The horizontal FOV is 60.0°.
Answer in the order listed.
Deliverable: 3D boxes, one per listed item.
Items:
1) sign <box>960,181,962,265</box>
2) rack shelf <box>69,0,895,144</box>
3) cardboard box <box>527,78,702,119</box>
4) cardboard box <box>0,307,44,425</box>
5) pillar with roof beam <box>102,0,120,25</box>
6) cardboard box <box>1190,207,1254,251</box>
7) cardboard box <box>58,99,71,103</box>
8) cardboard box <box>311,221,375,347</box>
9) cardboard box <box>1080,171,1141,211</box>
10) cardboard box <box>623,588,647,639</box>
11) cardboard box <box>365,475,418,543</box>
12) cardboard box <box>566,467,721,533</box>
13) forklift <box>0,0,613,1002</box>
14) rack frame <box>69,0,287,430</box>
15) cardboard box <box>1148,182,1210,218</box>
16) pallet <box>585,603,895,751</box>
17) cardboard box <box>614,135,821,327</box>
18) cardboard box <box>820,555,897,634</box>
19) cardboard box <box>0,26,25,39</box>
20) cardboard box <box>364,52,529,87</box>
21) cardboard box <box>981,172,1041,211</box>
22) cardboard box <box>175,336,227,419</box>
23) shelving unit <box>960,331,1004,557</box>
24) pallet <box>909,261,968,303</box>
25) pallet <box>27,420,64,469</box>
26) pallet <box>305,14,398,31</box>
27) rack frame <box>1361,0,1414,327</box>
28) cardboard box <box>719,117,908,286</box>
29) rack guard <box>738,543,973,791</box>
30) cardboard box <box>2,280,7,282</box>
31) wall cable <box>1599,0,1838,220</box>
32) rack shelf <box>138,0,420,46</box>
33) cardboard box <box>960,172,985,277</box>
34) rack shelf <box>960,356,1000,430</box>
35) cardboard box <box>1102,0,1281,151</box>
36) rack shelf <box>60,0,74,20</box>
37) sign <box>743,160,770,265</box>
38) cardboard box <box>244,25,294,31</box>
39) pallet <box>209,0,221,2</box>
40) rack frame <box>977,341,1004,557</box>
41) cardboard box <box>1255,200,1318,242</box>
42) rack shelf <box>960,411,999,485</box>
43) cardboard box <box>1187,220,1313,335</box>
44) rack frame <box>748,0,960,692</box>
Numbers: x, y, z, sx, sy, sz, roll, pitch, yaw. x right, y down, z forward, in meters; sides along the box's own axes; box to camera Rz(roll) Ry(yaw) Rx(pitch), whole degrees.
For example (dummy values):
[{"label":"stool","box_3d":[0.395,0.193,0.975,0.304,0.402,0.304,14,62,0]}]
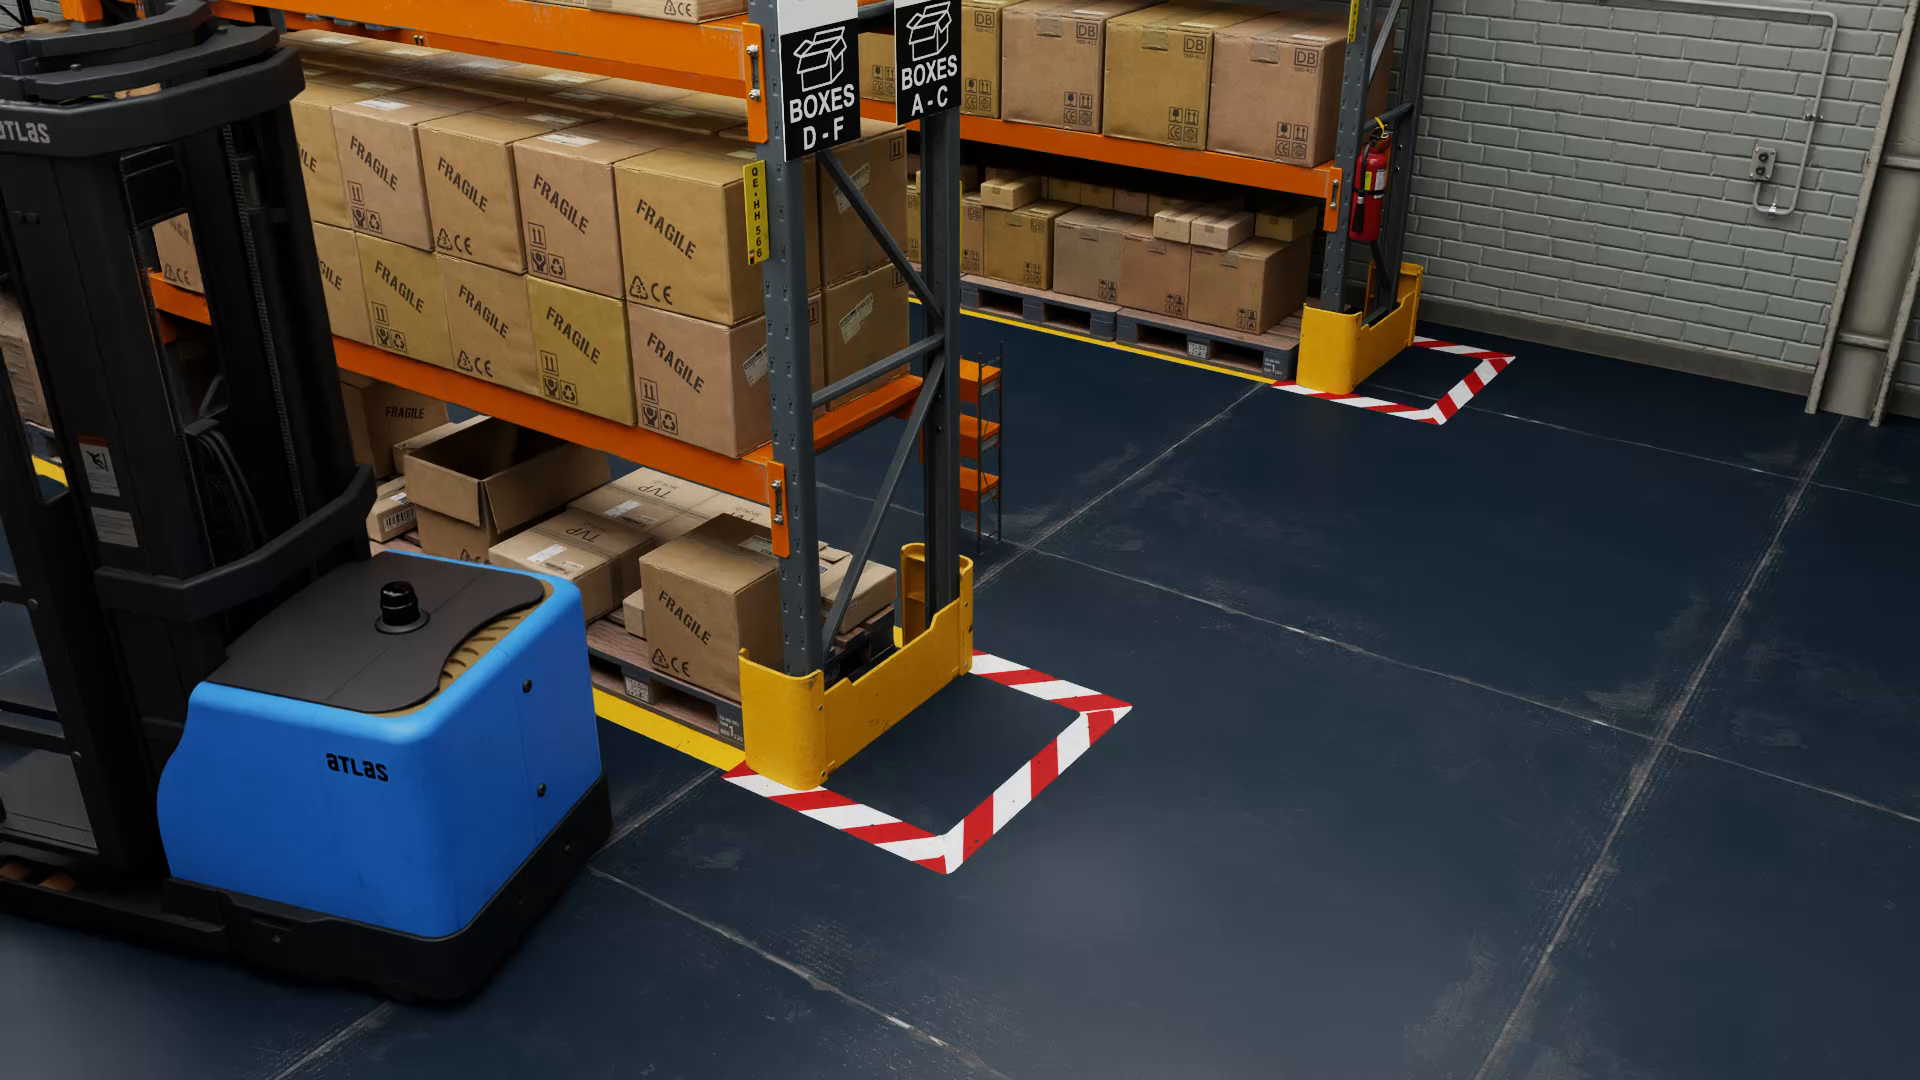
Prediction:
[{"label":"sign","box_3d":[-0.023,-1.197,6.340,0.005,0.325,0.100,17,32,30]},{"label":"rack shelf","box_3d":[-1.979,-2.138,6.630,4.000,0.370,1.077,17,32,30]},{"label":"cardboard box","box_3d":[-1.391,-1.573,6.820,0.500,0.500,0.500,18,32,31]},{"label":"cardboard box","box_3d":[-5.012,-0.996,9.171,0.500,0.500,0.500,18,32,31]},{"label":"pillar with roof beam","box_3d":[-12.088,-7.778,13.611,0.400,9.000,9.100,17,32,30]},{"label":"cardboard box","box_3d":[1.629,-1.931,10.314,0.250,0.149,0.380,17,31,30]},{"label":"cardboard box","box_3d":[-4.494,-2.225,8.742,0.500,0.500,0.700,23,35,38]},{"label":"cardboard box","box_3d":[-2.527,-1.188,7.166,0.500,0.500,0.500,17,32,30]},{"label":"cardboard box","box_3d":[1.008,-2.333,11.106,0.250,0.149,0.380,18,32,31]},{"label":"cardboard box","box_3d":[-1.201,0.273,7.045,0.250,0.166,0.380,17,32,30]},{"label":"cardboard box","box_3d":[-2.685,-0.162,7.899,0.250,0.166,0.380,17,32,30]},{"label":"cardboard box","box_3d":[-1.442,-0.081,7.649,0.500,0.250,0.500,17,32,30]},{"label":"forklift","box_3d":[-2.839,-0.218,5.447,3.031,2.935,1.130,8,28,16]},{"label":"rack frame","box_3d":[-3.627,-1.635,8.156,0.127,3.000,1.000,17,32,30]},{"label":"cardboard box","box_3d":[1.430,-2.203,10.849,0.250,0.149,0.380,18,32,31]},{"label":"pallet","box_3d":[-1.051,0.411,7.210,1.213,0.211,1.003,17,32,30]},{"label":"cardboard box","box_3d":[-0.853,-1.110,5.911,0.500,0.500,0.500,17,32,30]},{"label":"cardboard box","box_3d":[-0.481,0.230,7.149,0.250,0.149,0.380,17,32,30]},{"label":"cardboard box","box_3d":[-10.198,-5.356,17.947,0.500,0.311,0.500,14,30,25]},{"label":"cardboard box","box_3d":[-2.225,-1.833,7.331,0.500,0.500,0.500,18,32,31]},{"label":"cardboard box","box_3d":[0.342,-2.330,11.099,0.250,0.149,0.380,16,31,29]},{"label":"cardboard box","box_3d":[-4.196,-0.737,8.662,0.500,0.500,0.500,17,32,30]},{"label":"shelving unit","box_3d":[0.044,-0.454,7.985,0.252,1.050,0.215,17,32,30]},{"label":"pallet","box_3d":[-0.243,-2.021,11.989,1.213,0.211,1.003,17,32,30]},{"label":"pallet","box_3d":[-4.319,-0.587,9.172,1.213,0.211,1.003,17,32,30]},{"label":"pallet","box_3d":[-4.771,-4.573,14.141,1.003,0.211,1.213,17,32,30]},{"label":"rack frame","box_3d":[2.469,-2.460,9.777,0.053,2.616,0.949,17,32,30]},{"label":"cardboard box","box_3d":[-0.547,-1.311,6.306,0.500,0.500,0.500,18,32,32]},{"label":"rack guard","box_3d":[-0.393,0.486,6.743,0.348,0.500,1.175,17,32,30]},{"label":"cardboard box","box_3d":[-5.866,-1.258,9.685,0.500,0.500,0.500,17,31,30]},{"label":"wall cable","box_3d":[4.062,-2.939,9.597,1.851,1.984,0.084,17,32,30]},{"label":"rack shelf","box_3d":[-5.772,-4.708,14.988,4.000,0.370,1.077,17,32,30]},{"label":"cardboard box","box_3d":[0.145,-2.201,11.560,0.500,0.500,0.700,17,32,30]},{"label":"rack shelf","box_3d":[0.044,-0.698,7.861,0.240,0.259,0.215,17,32,30]},{"label":"cardboard box","box_3d":[1.439,-2.905,10.320,0.700,0.700,0.980,17,32,30]},{"label":"rack shelf","box_3d":[-5.276,-3.165,8.648,4.000,0.370,1.077,17,32,30]},{"label":"sign","box_3d":[-0.661,-1.063,5.406,0.005,0.325,0.100,17,32,30]},{"label":"cardboard box","box_3d":[-6.439,-4.664,15.552,0.500,0.250,0.500,17,31,29]},{"label":"pallet","box_3d":[-6.872,-5.207,15.385,1.213,0.211,1.003,17,32,30]},{"label":"rack frame","box_3d":[0.145,-0.423,7.923,0.008,1.050,0.200,17,32,30]},{"label":"cardboard box","box_3d":[2.054,-2.008,10.467,0.250,0.149,0.380,18,32,31]},{"label":"rack shelf","box_3d":[0.044,-0.445,7.990,0.240,0.259,0.215,17,32,30]},{"label":"cardboard box","box_3d":[1.838,-1.677,10.530,0.500,0.500,0.700,17,32,30]},{"label":"rack frame","box_3d":[-0.330,-0.608,6.138,0.127,3.000,1.000,17,32,30]}]
